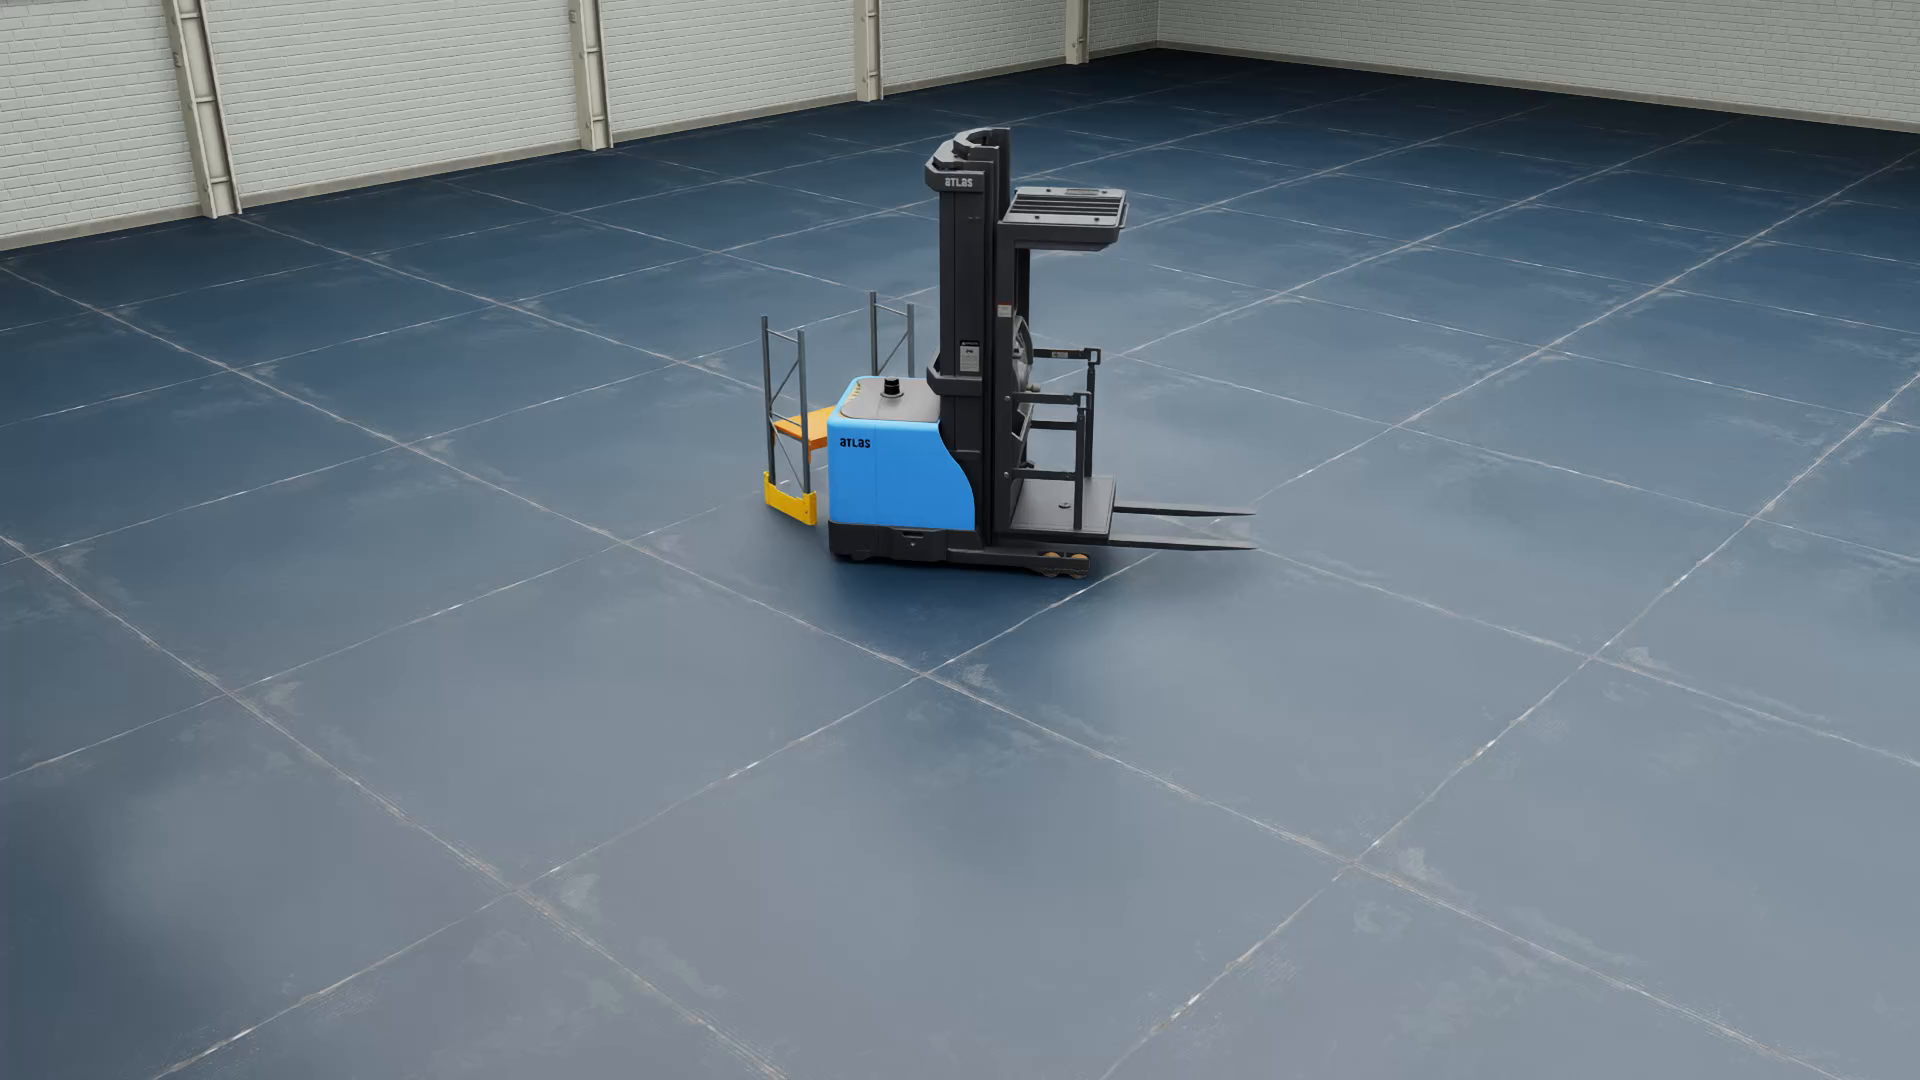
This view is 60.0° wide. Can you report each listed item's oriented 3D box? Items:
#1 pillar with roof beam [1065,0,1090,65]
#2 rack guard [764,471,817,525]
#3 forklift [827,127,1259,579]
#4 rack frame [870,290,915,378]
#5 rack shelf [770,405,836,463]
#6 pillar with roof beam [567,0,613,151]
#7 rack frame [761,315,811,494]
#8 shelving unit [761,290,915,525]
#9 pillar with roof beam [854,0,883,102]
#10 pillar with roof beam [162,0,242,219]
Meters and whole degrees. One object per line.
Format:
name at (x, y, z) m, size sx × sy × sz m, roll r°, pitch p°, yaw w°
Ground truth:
pillar with roof beam at (5.589, -12.669, 29.479) m, size 9.100 × 9.000 × 0.400 m, roll 20°, pitch 31°, yaw 38°
rack guard at (-1.290, -0.323, 12.637) m, size 0.087 × 0.250 × 0.587 m, roll -20°, pitch 31°, yaw -37°
forklift at (0.621, -1.301, 11.540) m, size 3.031 × 2.935 × 1.130 m, roll 3°, pitch 24°, yaw 7°
rack frame at (-0.522, -1.166, 12.988) m, size 0.032 × 1.500 × 0.500 m, roll -20°, pitch 31°, yaw -37°
rack shelf at (-0.907, -0.865, 12.758) m, size 1.000 × 0.185 × 0.538 m, roll -20°, pitch 31°, yaw -37°
pillar with roof beam at (-2.420, -9.013, 21.325) m, size 9.100 × 9.000 × 0.400 m, roll 20°, pitch 31°, yaw 38°
rack frame at (-1.291, -0.893, 12.380) m, size 0.032 × 1.500 × 0.500 m, roll -20°, pitch 31°, yaw -37°
shelving unit at (-0.913, -1.027, 12.679) m, size 1.083 × 1.500 × 0.587 m, roll -20°, pitch 31°, yaw -37°
pillar with roof beam at (1.584, -10.841, 25.402) m, size 9.100 × 9.000 × 0.400 m, roll 20°, pitch 31°, yaw 38°
pillar with roof beam at (-6.425, -7.185, 17.248) m, size 9.100 × 9.000 × 0.400 m, roll 20°, pitch 31°, yaw 38°
